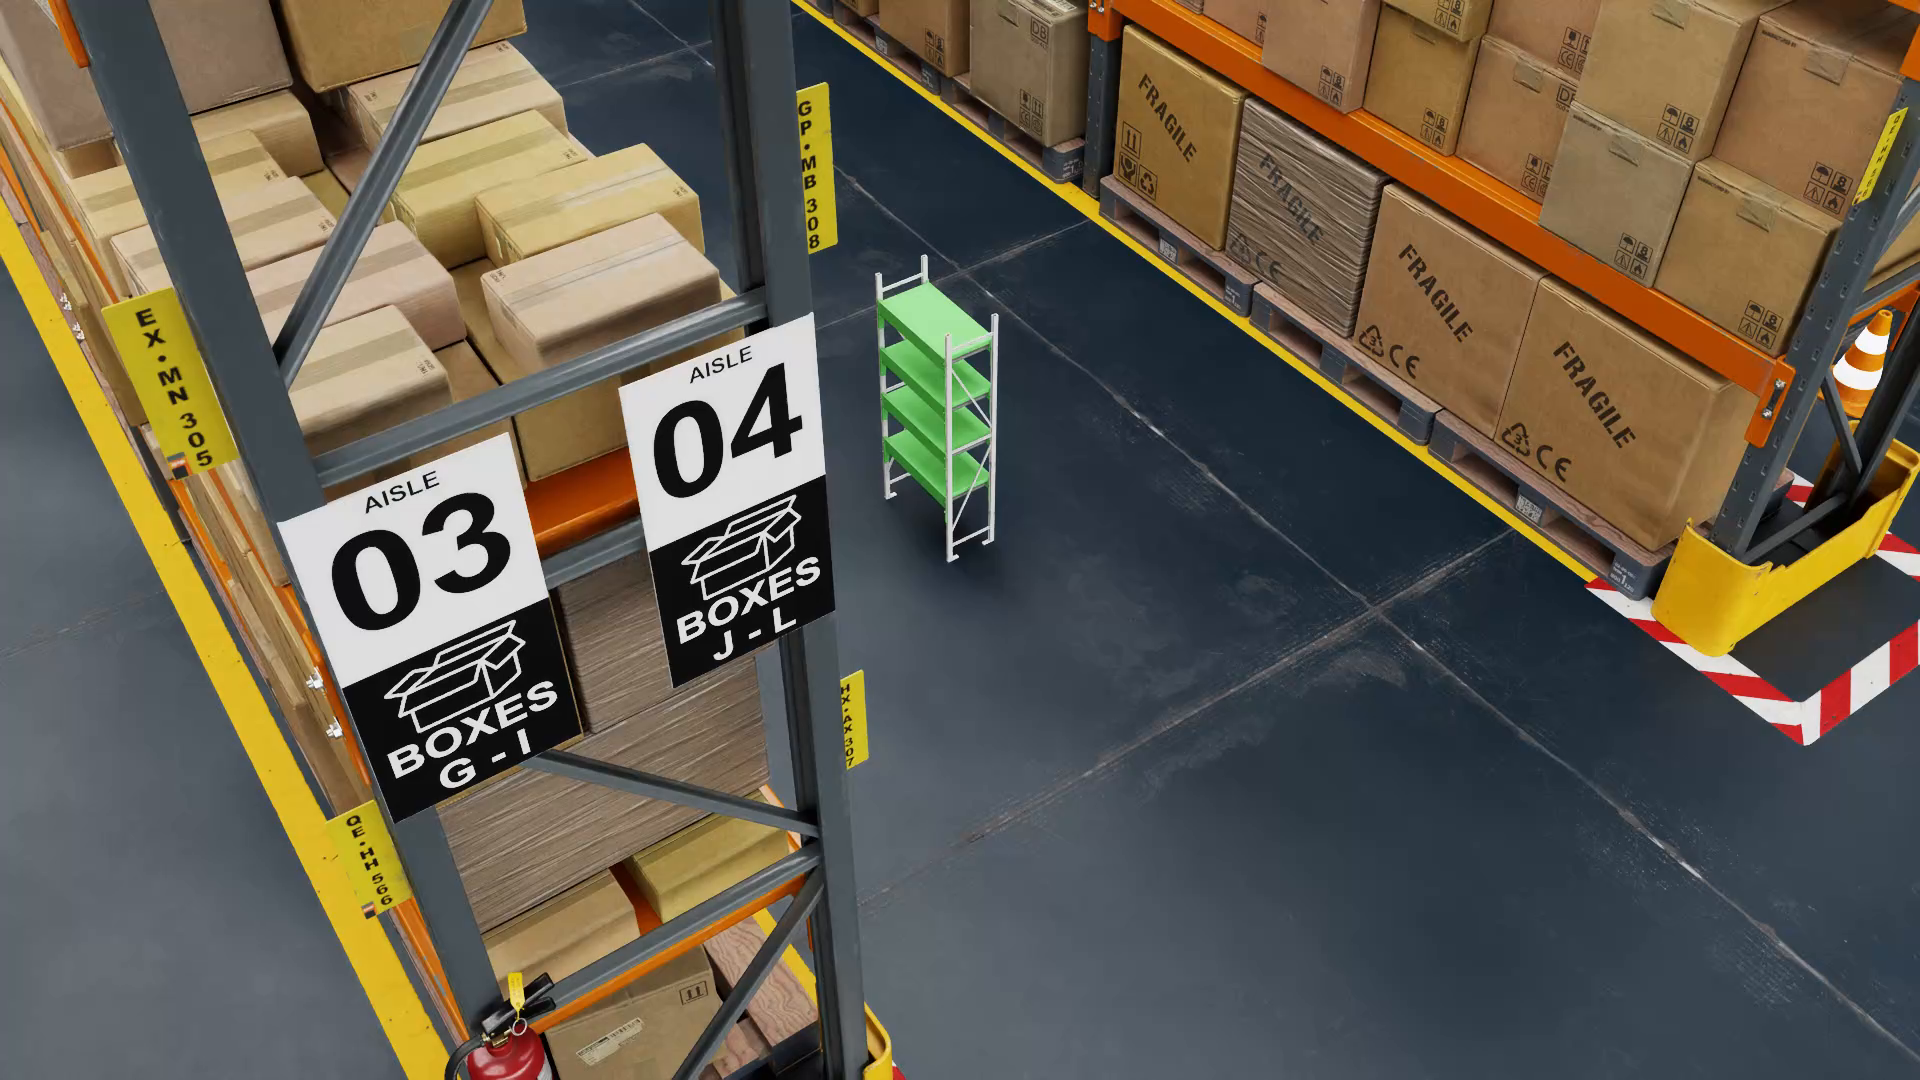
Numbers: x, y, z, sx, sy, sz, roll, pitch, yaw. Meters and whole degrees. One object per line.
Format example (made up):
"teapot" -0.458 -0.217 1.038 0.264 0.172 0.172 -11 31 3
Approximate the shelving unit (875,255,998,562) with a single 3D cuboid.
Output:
"shelving unit" -0.095 -0.528 6.925 0.258 1.200 0.503 -26 49 -24

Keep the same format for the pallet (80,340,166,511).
"pallet" -3.448 -0.729 7.852 1.003 0.211 1.213 -26 49 -24

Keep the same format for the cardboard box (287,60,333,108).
"cardboard box" -1.397 -1.204 3.978 0.380 0.149 0.250 -28 50 -26

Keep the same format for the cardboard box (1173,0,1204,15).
"cardboard box" 1.345 -3.049 8.154 0.875 0.550 0.550 -26 49 -24

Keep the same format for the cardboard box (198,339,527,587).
"cardboard box" -1.197 -0.235 3.252 0.500 0.250 0.500 -25 49 -24

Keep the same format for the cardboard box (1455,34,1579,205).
"cardboard box" 2.613 -1.850 6.898 0.875 0.550 0.550 -26 49 -24

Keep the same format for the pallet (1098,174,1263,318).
"pallet" 1.495 -1.729 8.900 1.003 0.211 1.213 -26 49 -24

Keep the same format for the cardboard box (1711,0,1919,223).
"cardboard box" 3.232 -1.604 5.859 0.875 0.550 0.550 -26 49 -24

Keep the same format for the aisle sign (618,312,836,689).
"aisle sign" -0.432 -0.056 3.244 0.394 0.787 0.004 -26 49 -24

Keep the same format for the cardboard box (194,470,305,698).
"cardboard box" -1.521 -0.032 4.090 0.500 0.500 0.500 -26 49 -24

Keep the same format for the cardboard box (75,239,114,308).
"cardboard box" -2.085 -0.603 4.688 0.500 0.500 0.500 -26 49 -24

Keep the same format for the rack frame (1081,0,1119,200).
"rack frame" 1.124 -3.199 8.420 1.000 3.000 0.127 -26 49 -24

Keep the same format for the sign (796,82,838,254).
"sign" -0.268 -0.647 2.942 0.100 0.325 0.005 -26 49 -24

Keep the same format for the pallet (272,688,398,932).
"pallet" -1.886 0.769 6.282 1.003 0.211 1.213 -26 49 -24

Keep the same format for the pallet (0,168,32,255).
"pallet" -4.844 -2.111 9.299 1.003 0.211 1.213 -26 49 -24

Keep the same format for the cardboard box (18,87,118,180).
"cardboard box" -1.866 -0.981 3.743 0.380 0.149 0.250 -28 50 -26

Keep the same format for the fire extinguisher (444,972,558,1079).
"fire extinguisher" -1.026 1.243 3.823 0.296 0.674 0.183 -26 49 -24

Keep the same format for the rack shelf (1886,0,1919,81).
"rack shelf" 2.269 -2.892 6.446 1.077 0.370 4.000 -26 49 -24

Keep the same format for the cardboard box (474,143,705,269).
"cardboard box" -0.750 -0.639 3.386 0.380 0.149 0.250 -25 49 -24

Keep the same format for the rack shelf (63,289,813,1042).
"rack shelf" -1.857 0.096 5.490 1.077 0.370 4.000 -26 49 -24

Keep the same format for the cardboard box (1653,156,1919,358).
"cardboard box" 3.163 -1.181 6.197 0.875 0.550 0.550 -26 49 -24

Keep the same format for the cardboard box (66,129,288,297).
"cardboard box" -1.590 -0.679 3.428 0.380 0.149 0.250 -25 49 -24

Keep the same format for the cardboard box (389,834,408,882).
"cardboard box" -1.373 0.716 4.501 0.380 0.149 0.250 -26 49 -24

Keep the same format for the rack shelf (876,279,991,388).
"rack shelf" -0.095 -0.829 6.638 0.258 0.148 0.480 -26 49 -24

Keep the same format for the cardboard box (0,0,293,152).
"cardboard box" -1.808 -1.219 3.524 0.500 0.500 0.500 -26 49 -24

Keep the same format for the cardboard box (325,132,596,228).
"cardboard box" -1.077 -0.727 3.767 0.500 0.250 0.500 -27 50 -25

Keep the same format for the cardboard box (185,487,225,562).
"cardboard box" -2.256 -0.122 5.378 0.380 0.149 0.250 -26 49 -24

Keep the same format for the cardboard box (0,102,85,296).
"cardboard box" -2.665 -1.165 5.277 0.500 0.500 0.500 -26 49 -24

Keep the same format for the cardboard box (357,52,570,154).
"cardboard box" -1.093 -0.916 3.676 0.380 0.149 0.250 -24 49 -23

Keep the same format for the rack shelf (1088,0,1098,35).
"rack shelf" -0.020 -4.072 9.855 1.077 0.370 4.000 -26 49 -24

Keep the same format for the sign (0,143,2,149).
"sign" -3.455 -1.495 5.796 0.100 0.325 0.005 -26 49 -24

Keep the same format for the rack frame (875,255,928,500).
"rack frame" -0.234 -0.666 7.070 0.240 1.200 0.015 -26 49 -24

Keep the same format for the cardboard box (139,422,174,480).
"cardboard box" -2.567 -0.393 5.662 0.380 0.149 0.250 -26 49 -24

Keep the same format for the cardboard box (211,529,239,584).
"cardboard box" -1.640 -0.034 4.817 0.875 0.500 0.500 -26 49 -24

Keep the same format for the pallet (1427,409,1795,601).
"pallet" 2.891 -0.347 7.452 1.003 0.211 1.213 -26 49 -24

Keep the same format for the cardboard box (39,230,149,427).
"cardboard box" -2.538 -0.865 5.687 0.875 0.500 0.500 -26 49 -24

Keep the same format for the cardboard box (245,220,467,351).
"cardboard box" -1.181 -0.435 3.172 0.380 0.149 0.250 -27 50 -26

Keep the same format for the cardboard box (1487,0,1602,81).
"cardboard box" 2.633 -2.250 6.535 0.875 0.550 0.550 -26 49 -24

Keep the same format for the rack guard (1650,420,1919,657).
"rack guard" 3.426 -0.016 6.896 1.175 0.500 0.348 -26 49 -24

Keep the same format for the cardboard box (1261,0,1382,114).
"cardboard box" 1.891 -2.395 7.468 0.875 0.550 0.550 -26 49 -24

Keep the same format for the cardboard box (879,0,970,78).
"cardboard box" 0.147 -3.401 9.957 1.050 0.750 0.750 -26 49 -24

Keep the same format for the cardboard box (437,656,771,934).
"cardboard box" -1.005 0.502 4.255 0.875 0.500 0.500 -26 49 -24

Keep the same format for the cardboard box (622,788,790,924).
"cardboard box" -0.681 0.803 4.409 0.380 0.149 0.250 -26 49 -24

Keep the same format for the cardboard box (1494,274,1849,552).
"cardboard box" 2.971 -0.675 7.011 0.875 0.875 0.875 -25 49 -24

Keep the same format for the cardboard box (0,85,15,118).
"cardboard box" -2.372 -1.389 4.460 0.500 0.250 0.500 -28 50 -26

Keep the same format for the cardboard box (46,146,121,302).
"cardboard box" -1.772 -0.811 3.854 0.500 0.250 0.500 -25 49 -24

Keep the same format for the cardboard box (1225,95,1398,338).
"cardboard box" 1.946 -1.690 8.074 0.875 0.875 0.875 -25 49 -24

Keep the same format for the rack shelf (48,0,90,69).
"rack shelf" -1.857 -2.073 3.419 1.077 0.370 4.000 -26 49 -24

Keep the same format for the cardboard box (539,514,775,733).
"cardboard box" -0.804 0.044 4.011 0.500 0.500 0.500 -26 49 -24

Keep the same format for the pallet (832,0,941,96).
"pallet" -0.081 -3.290 10.534 1.003 0.211 1.213 -26 49 -24

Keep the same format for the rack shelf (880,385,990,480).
"rack shelf" -0.095 -0.482 6.969 0.258 0.148 0.480 -26 49 -24

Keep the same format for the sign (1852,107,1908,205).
"sign" 2.960 -1.232 5.349 0.100 0.325 0.005 -26 49 -24

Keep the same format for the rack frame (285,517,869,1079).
"rack frame" -0.713 0.968 4.055 1.000 3.000 0.127 -26 49 -24
